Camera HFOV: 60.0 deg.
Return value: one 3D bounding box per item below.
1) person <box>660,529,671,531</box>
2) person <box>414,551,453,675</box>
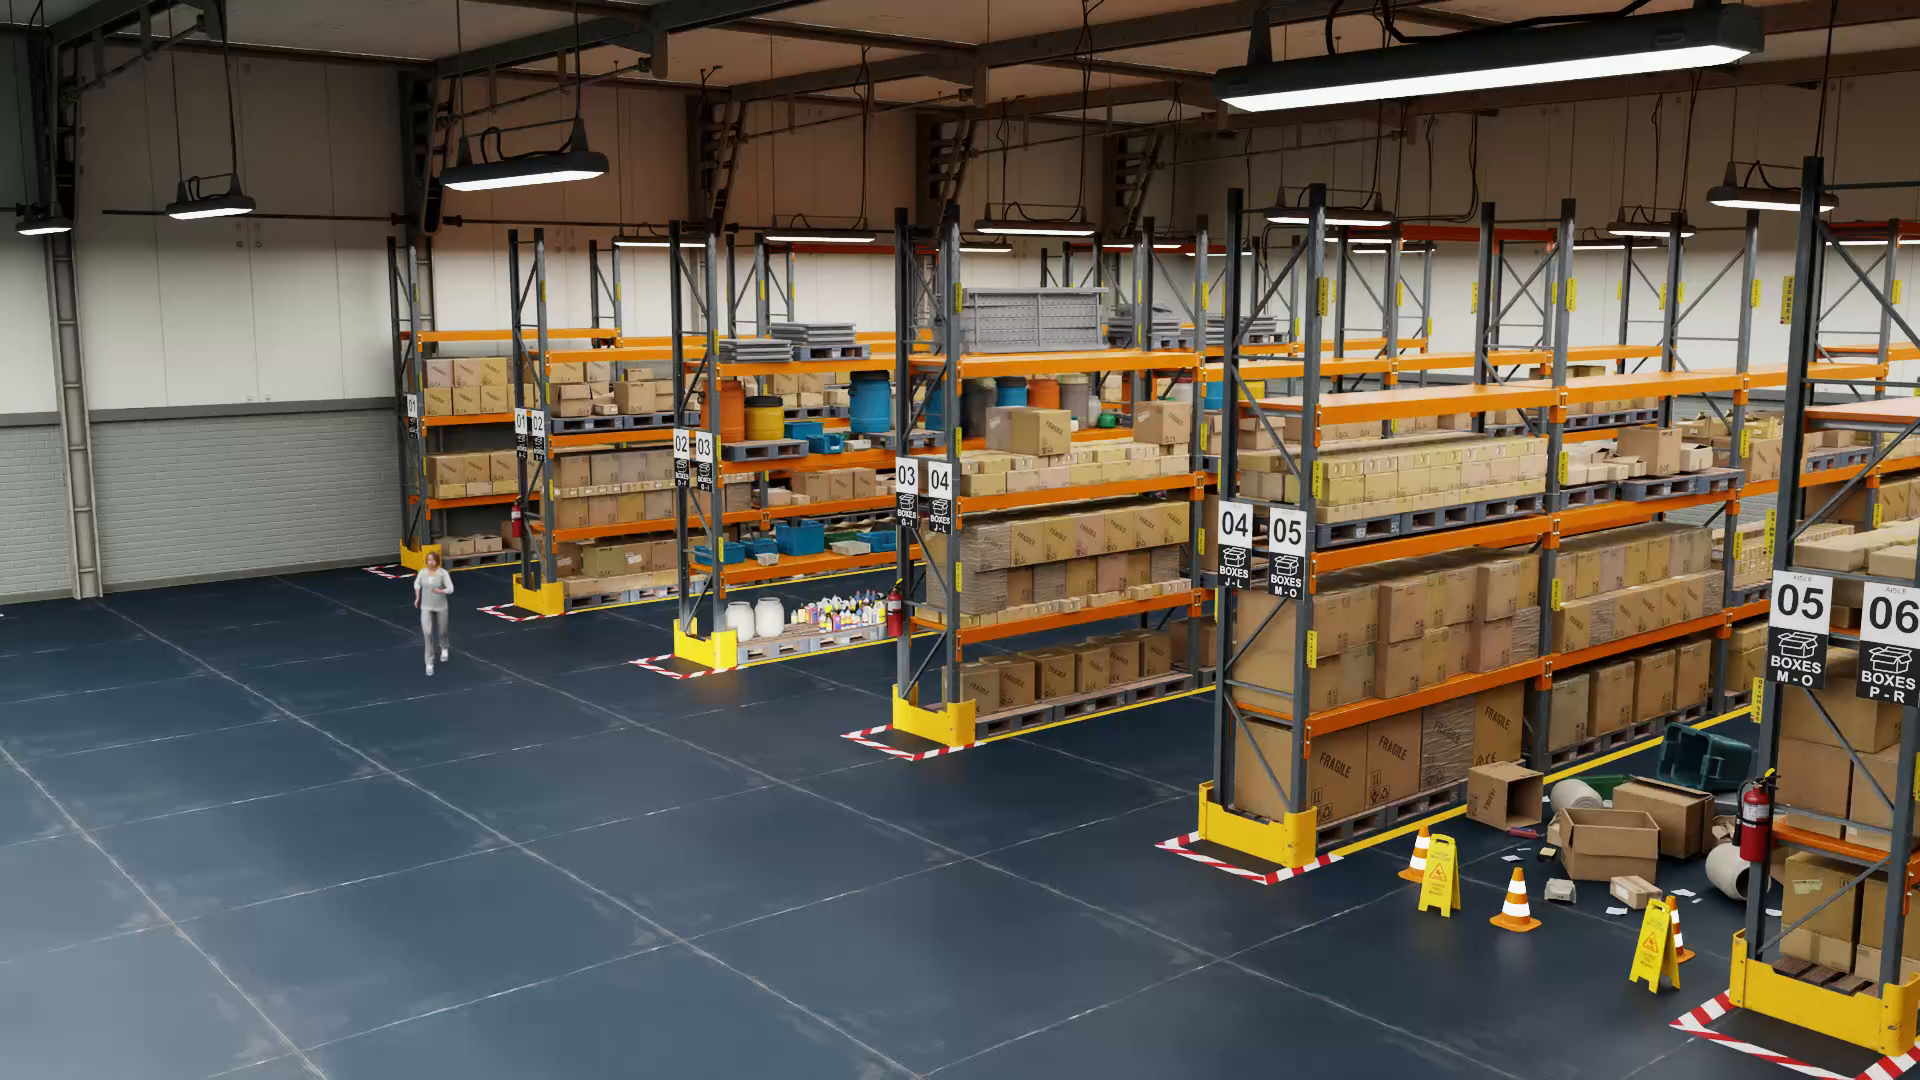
[{"bbox_3d":[-5.288,-0.276,30.045,0.579,1.657,0.923,7,11,38],"label":"person"},{"bbox_3d":[-7.051,0.939,22.305,0.529,1.600,0.867,-2,9,-11],"label":"person"}]
